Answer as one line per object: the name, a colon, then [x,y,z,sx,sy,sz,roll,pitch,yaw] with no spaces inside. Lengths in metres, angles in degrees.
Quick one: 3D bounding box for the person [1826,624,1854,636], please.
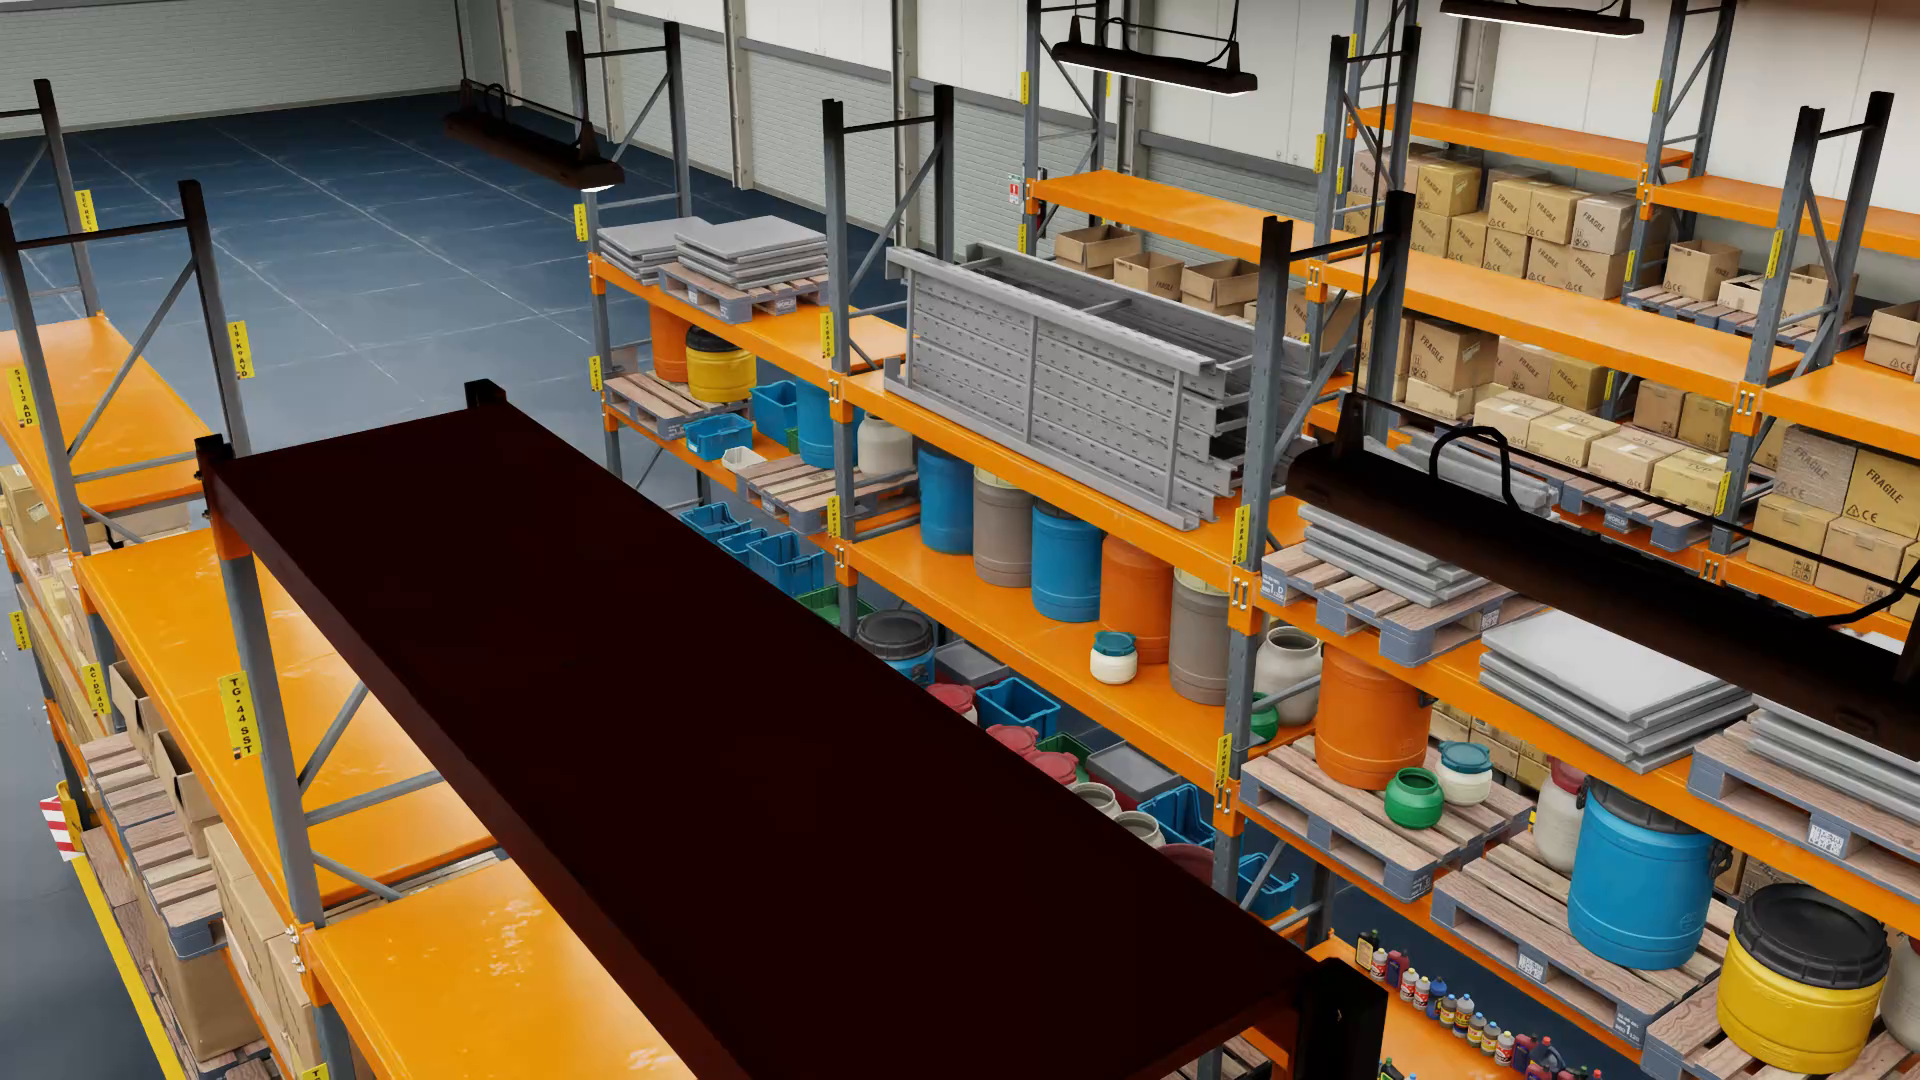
person: [7.273,1.243,14.178,0.517,1.726,1.067,-16,29,-30]
